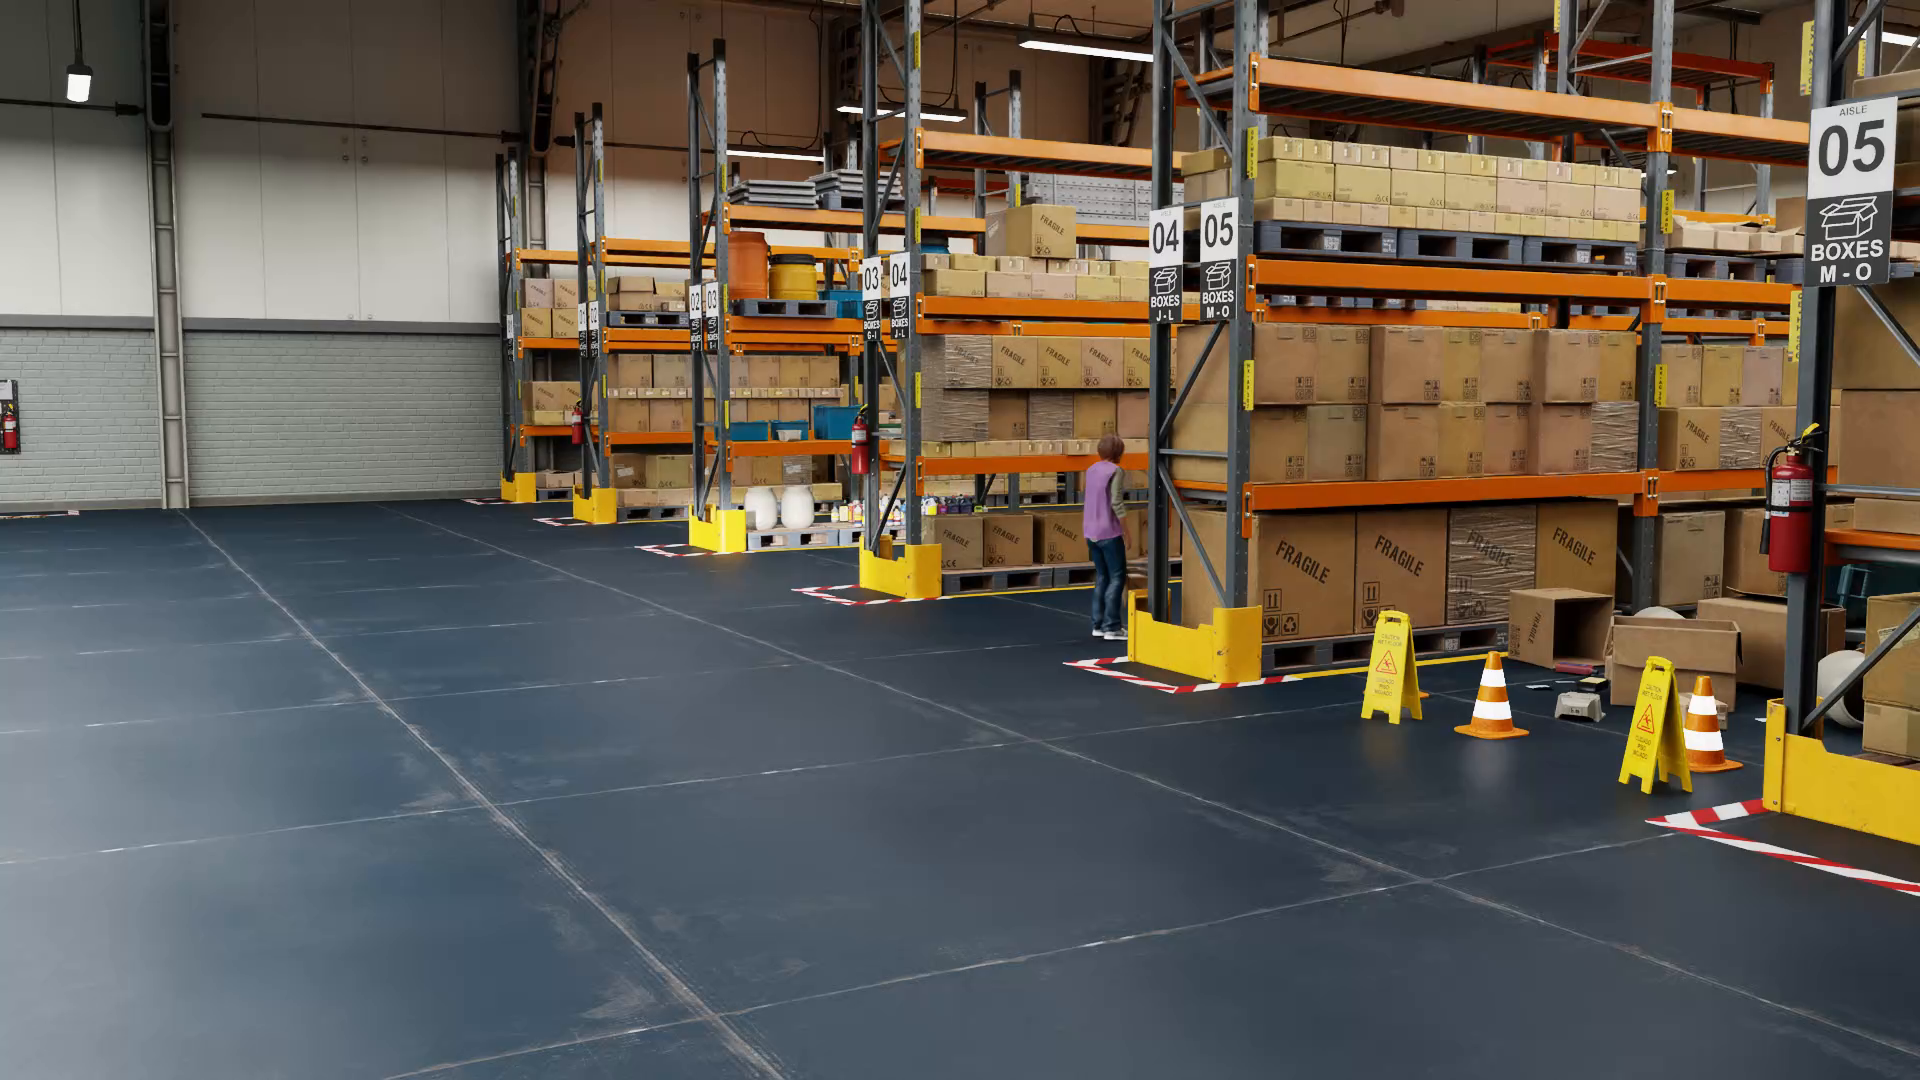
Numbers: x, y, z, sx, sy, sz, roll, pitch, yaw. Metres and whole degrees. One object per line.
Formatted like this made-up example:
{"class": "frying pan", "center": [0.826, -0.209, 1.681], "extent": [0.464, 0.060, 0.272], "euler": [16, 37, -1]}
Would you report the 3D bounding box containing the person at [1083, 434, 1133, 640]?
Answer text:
{"class": "person", "center": [1.160, -0.026, 12.990], "extent": [0.373, 1.596, 0.455], "euler": [-3, 6, -30]}
